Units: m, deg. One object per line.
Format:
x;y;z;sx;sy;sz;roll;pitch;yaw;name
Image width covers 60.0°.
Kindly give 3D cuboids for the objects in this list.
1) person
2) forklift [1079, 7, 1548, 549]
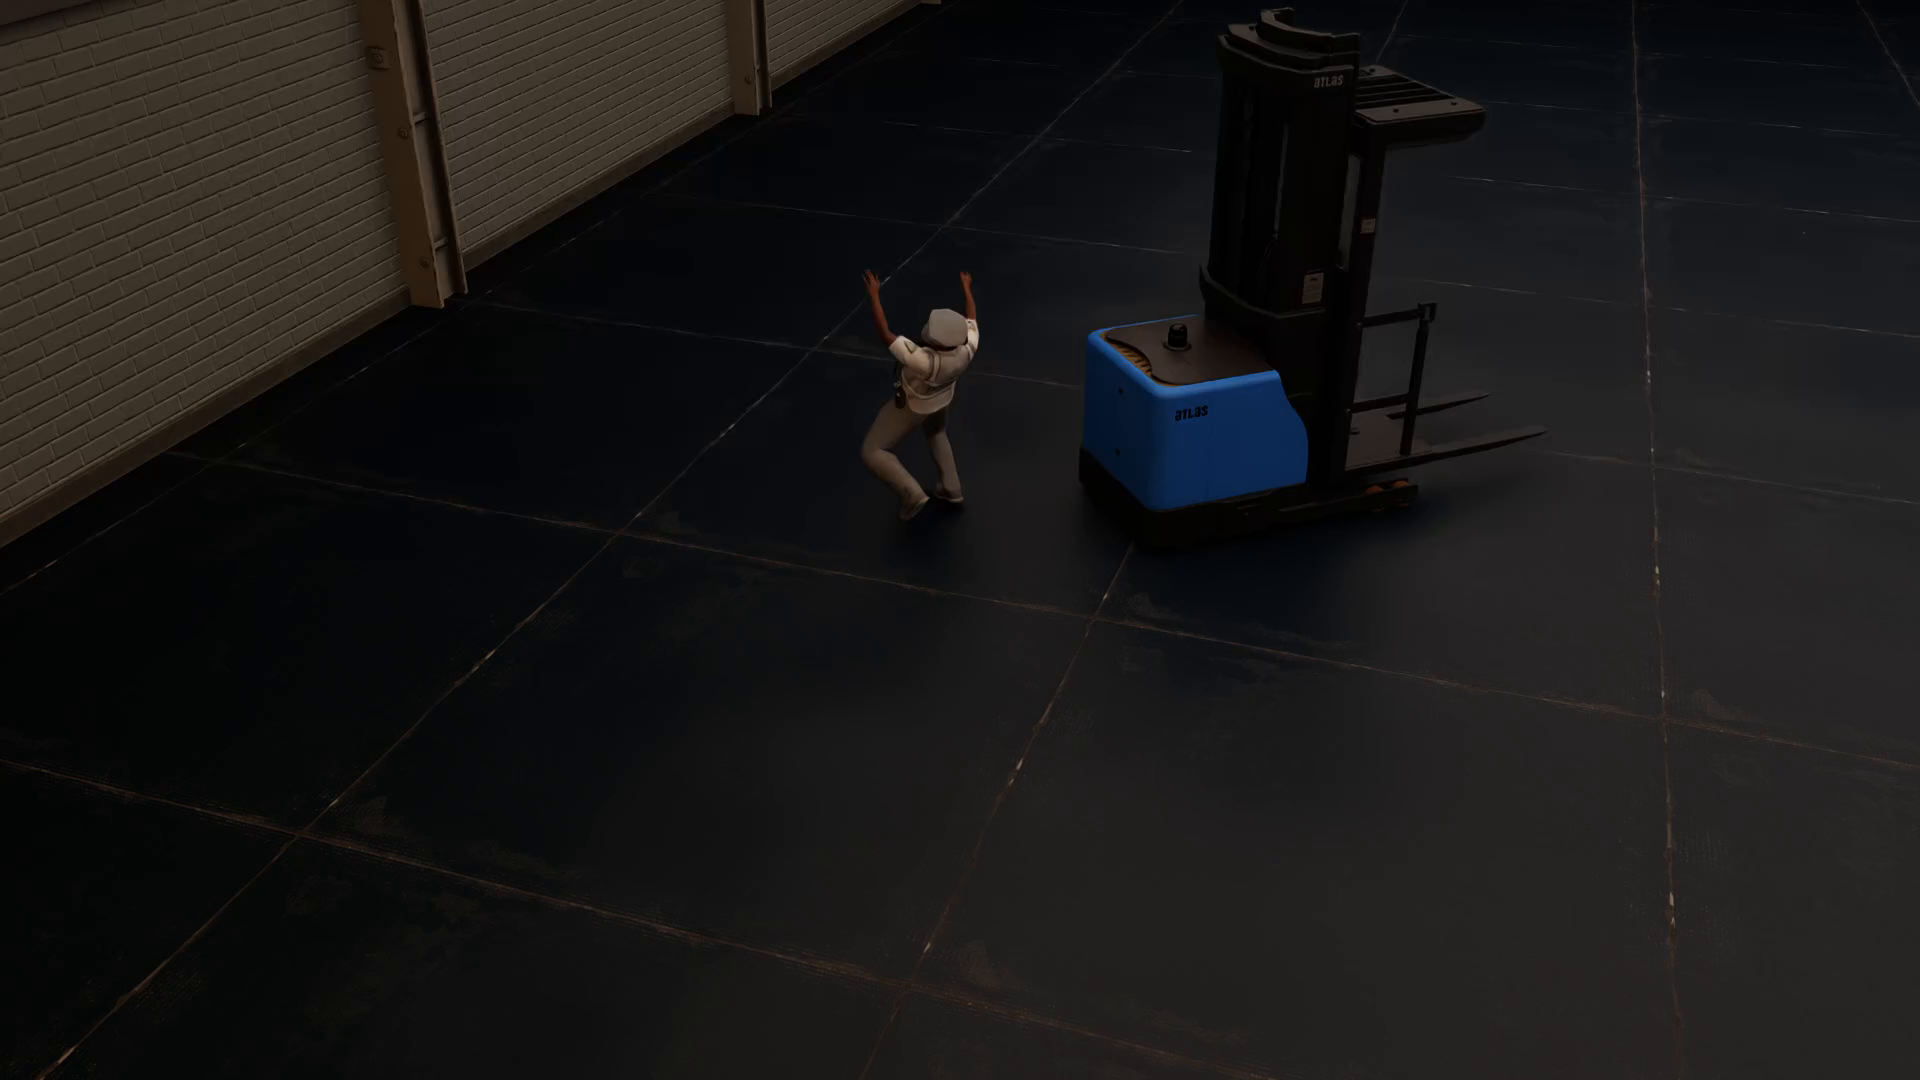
-0.075;-0.919;10.098;0.684;1.575;0.952;24;38;36;person
2.328;-1.673;10.071;3.031;2.935;1.130;-11;32;-19;forklift
